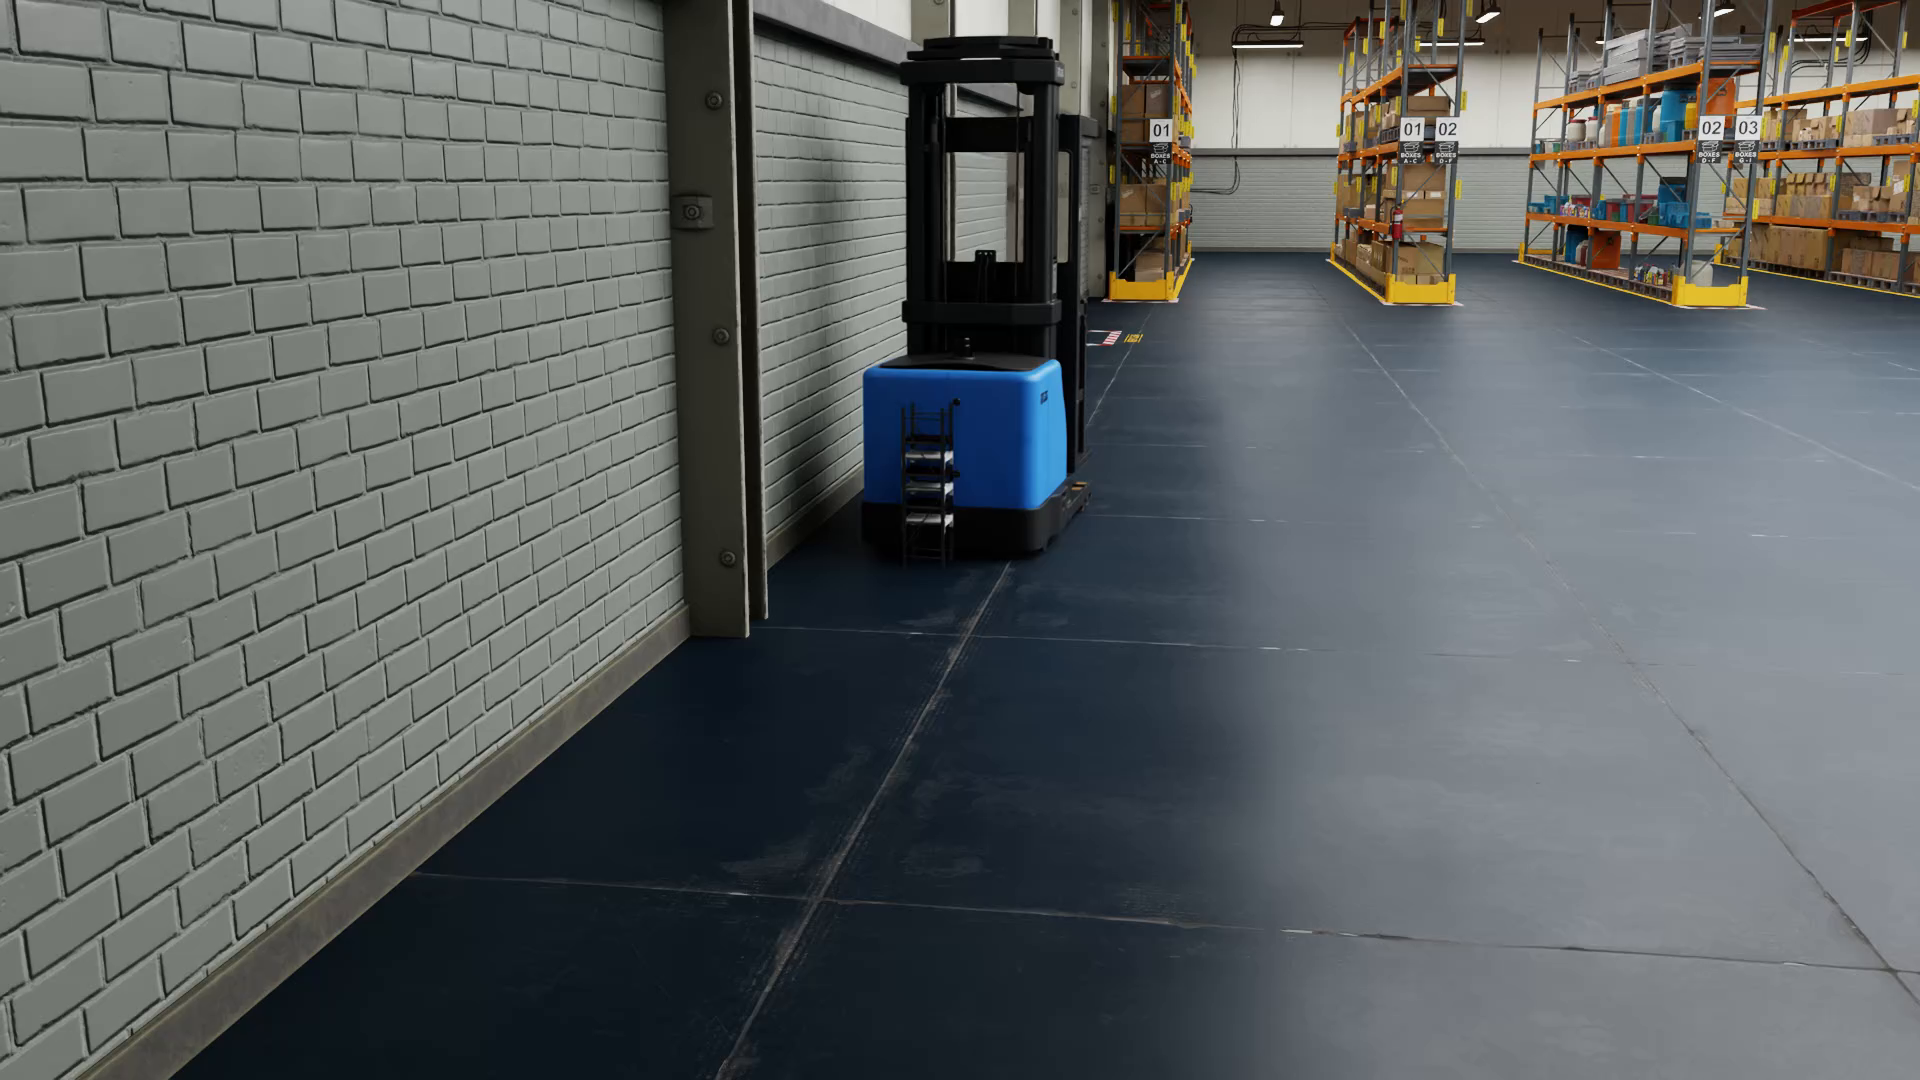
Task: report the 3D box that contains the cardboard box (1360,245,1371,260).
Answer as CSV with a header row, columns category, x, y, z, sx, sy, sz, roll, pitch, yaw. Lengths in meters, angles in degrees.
category,x,y,z,sx,sy,sz,roll,pitch,yaw
cardboard box,8.909,-6.199,35.837,0.500,0.311,0.500,2,12,7

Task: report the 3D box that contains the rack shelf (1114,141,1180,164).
category,x,y,z,sx,sy,sz,roll,pitch,yaw
rack shelf,3.615,-7.404,31.819,1.077,0.370,4.000,2,12,9

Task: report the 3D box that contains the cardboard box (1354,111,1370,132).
category,x,y,z,sx,sy,sz,roll,pitch,yaw
cardboard box,10.085,-10.318,41.021,0.700,0.500,0.500,2,12,9

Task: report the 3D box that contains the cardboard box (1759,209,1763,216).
category,x,y,z,sx,sy,sz,roll,pitch,yaw
cardboard box,19.638,-7.948,40.351,0.380,0.149,0.250,2,12,8

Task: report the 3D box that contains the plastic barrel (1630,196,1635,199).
category,x,y,z,sx,sy,sz,roll,pitch,yaw
plastic barrel,14.379,-7.051,35.327,0.421,0.512,0.421,0,12,0

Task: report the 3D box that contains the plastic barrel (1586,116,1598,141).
category,x,y,z,sx,sy,sz,roll,pitch,yaw
plastic barrel,14.450,-9.330,37.726,0.433,0.535,0.433,0,12,0

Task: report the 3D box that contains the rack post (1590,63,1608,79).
category,x,y,z,sx,sy,sz,roll,pitch,yaw
rack post,14.397,-10.266,36.447,0.954,0.300,0.937,2,12,9

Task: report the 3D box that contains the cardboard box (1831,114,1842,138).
category,x,y,z,sx,sy,sz,roll,pitch,yaw
cardboard box,19.243,-8.909,35.849,0.797,0.503,0.637,3,12,12

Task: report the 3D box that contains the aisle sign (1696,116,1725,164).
category,x,y,z,sx,sy,sz,roll,pitch,yaw
aisle sign,12.792,-6.818,28.339,0.394,0.787,0.004,2,12,9

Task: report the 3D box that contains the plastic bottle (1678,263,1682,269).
category,x,y,z,sx,sy,sz,roll,pitch,yaw
plastic bottle,13.897,-5.162,32.069,0.144,0.351,0.185,2,12,7

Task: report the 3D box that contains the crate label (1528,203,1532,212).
category,x,y,z,sx,sy,sz,roll,pitch,yaw
crate label,15.194,-8.790,43.915,0.416,0.233,0.303,2,12,9

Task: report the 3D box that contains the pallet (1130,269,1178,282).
category,x,y,z,sx,sy,sz,roll,pitch,yaw
pallet,4.226,-5.760,36.219,1.003,0.211,1.213,2,12,9

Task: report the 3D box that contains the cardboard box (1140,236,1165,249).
category,x,y,z,sx,sy,sz,roll,pitch,yaw
cardboard box,4.083,-6.311,35.268,0.500,0.250,0.500,2,12,7

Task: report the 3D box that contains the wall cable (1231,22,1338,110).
category,x,y,z,sx,sy,sz,roll,pitch,yaw
wall cable,9.664,-14.166,49.748,3.097,2.526,0.112,2,12,9

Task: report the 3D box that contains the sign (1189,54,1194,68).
category,x,y,z,sx,sy,sz,roll,pitch,yaw
sign,5.690,-11.784,40.909,0.100,0.325,0.005,2,12,9

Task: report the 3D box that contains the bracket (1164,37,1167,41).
category,x,y,z,sx,sy,sz,roll,pitch,yaw
bracket,6.107,-15.055,49.945,0.235,0.232,0.430,2,12,9

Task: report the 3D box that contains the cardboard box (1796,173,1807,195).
category,x,y,z,sx,sy,sz,roll,pitch,yaw
cardboard box,19.629,-8.153,38.088,0.797,0.503,0.637,2,12,9

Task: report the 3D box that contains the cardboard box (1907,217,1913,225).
category,x,y,z,sx,sy,sz,roll,pitch,yaw
cardboard box,18.275,-6.067,31.621,0.380,0.149,0.250,2,12,9

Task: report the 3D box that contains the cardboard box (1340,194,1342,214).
category,x,y,z,sx,sy,sz,roll,pitch,yaw
cardboard box,10.102,-8.693,42.975,0.500,0.500,0.500,2,12,9

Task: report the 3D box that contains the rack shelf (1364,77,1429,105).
category,x,y,z,sx,sy,sz,roll,pitch,yaw
rack shelf,9.125,-9.348,34.667,1.077,0.370,4.000,2,12,9

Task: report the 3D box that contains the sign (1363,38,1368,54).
category,x,y,z,sx,sy,sz,roll,pitch,yaw
sign,8.895,-10.823,36.447,0.100,0.325,0.005,2,12,9

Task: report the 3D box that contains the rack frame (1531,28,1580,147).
category,x,y,z,sx,sy,sz,roll,pitch,yaw
rack frame,15.557,-11.816,43.460,1.000,3.000,0.127,2,12,9

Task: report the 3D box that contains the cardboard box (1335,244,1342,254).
category,x,y,z,sx,sy,sz,roll,pitch,yaw
cardboard box,10.222,-7.707,44.119,0.500,0.250,0.500,2,12,9

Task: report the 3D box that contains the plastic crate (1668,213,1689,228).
category,x,y,z,sx,sy,sz,roll,pitch,yaw
plastic crate,12.983,-5.729,29.808,0.499,0.251,0.408,2,12,9

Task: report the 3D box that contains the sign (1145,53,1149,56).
category,x,y,z,sx,sy,sz,roll,pitch,yaw
sign,4.608,-11.861,41.078,0.100,0.325,0.005,2,12,9

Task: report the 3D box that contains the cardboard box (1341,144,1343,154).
category,x,y,z,sx,sy,sz,roll,pitch,yaw
cardboard box,10.168,-10.131,43.118,0.500,0.250,0.500,2,12,9

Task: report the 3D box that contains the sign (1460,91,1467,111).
category,x,y,z,sx,sy,sz,roll,pitch,yaw
sign,8.750,-7.627,28.880,0.100,0.325,0.005,2,12,9

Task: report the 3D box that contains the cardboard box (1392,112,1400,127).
category,x,y,z,sx,sy,sz,roll,pitch,yaw
cardboard box,8.119,-7.629,30.179,0.500,0.250,0.500,2,12,9

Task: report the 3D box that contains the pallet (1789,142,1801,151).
category,x,y,z,sx,sy,sz,roll,pitch,yaw
pallet,19.743,-9.070,38.295,0.805,0.209,1.217,1,12,6

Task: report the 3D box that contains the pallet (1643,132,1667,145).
category,x,y,z,sx,sy,sz,roll,pitch,yaw
pallet,13.697,-7.606,31.494,1.213,0.211,1.003,2,12,9

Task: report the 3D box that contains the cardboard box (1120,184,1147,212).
category,x,y,z,sx,sy,sz,roll,pitch,yaw
cardboard box,3.169,-6.281,30.549,0.500,0.500,0.500,2,12,8

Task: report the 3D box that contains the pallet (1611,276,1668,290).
category,x,y,z,sx,sy,sz,roll,pitch,yaw
pallet,13.794,-5.187,33.559,1.003,0.211,1.213,2,12,9

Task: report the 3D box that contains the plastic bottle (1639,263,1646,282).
category,x,y,z,sx,sy,sz,roll,pitch,yaw
plastic bottle,13.177,-5.151,32.017,0.144,0.351,0.185,2,12,10

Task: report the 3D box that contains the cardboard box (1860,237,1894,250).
category,x,y,z,sx,sy,sz,roll,pitch,yaw
cardboard box,19.076,-6.166,34.593,0.500,0.250,0.500,3,13,15

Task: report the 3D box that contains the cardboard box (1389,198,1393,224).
category,x,y,z,sx,sy,sz,roll,pitch,yaw
cardboard box,8.600,-6.288,31.815,0.700,0.500,0.500,2,12,9

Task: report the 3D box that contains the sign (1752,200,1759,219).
category,x,y,z,sx,sy,sz,roll,pitch,yaw
sign,13.639,-5.669,28.522,0.100,0.325,0.005,2,12,9

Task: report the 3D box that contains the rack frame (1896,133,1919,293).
category,x,y,z,sx,sy,sz,roll,pitch,yaw
rack frame,18.605,-6.225,31.757,1.000,3.000,0.127,2,12,9

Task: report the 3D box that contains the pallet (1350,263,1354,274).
category,x,y,z,sx,sy,sz,roll,pitch,yaw
pallet,9.775,-6.423,39.298,1.003,0.211,1.213,2,12,9

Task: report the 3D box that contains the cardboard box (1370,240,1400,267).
category,x,y,z,sx,sy,sz,roll,pitch,yaw
cardboard box,8.437,-5.688,33.015,0.500,0.500,0.500,2,12,9

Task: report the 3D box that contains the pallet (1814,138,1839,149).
category,x,y,z,sx,sy,sz,roll,pitch,yaw
pallet,19.267,-8.567,35.954,1.213,0.211,1.003,2,12,11

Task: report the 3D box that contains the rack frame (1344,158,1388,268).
category,x,y,z,sx,sy,sz,roll,pitch,yaw
rack frame,10.048,-8.212,40.977,1.000,3.000,0.127,2,12,9

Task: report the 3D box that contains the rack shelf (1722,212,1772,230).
category,x,y,z,sx,sy,sz,roll,pitch,yaw
rack shelf,20.143,-7.955,41.492,1.077,0.370,4.000,2,12,9

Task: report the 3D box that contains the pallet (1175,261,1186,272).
category,x,y,z,sx,sy,sz,roll,pitch,yaw
pallet,4.923,-6.591,40.073,1.003,0.211,1.213,2,12,9

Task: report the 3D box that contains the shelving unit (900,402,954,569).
category,x,y,z,sx,sy,sz,roll,pitch,yaw
shelving unit,-0.181,-0.305,9.272,0.258,0.900,0.210,3,12,13

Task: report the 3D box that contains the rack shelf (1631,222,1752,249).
category,x,y,z,sx,sy,sz,roll,pitch,yaw
rack shelf,13.404,-5.617,30.645,1.077,0.370,4.000,2,12,9

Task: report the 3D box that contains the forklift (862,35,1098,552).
category,x,y,z,sx,sy,sz,roll,pitch,yaw
forklift,0.260,-1.628,10.590,1.130,2.935,3.031,3,12,13

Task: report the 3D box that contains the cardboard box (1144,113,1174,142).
category,x,y,z,sx,sy,sz,roll,pitch,yaw
cardboard box,3.605,-7.460,30.084,0.500,0.500,0.500,2,12,10

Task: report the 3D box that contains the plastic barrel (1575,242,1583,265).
category,x,y,z,sx,sy,sz,roll,pitch,yaw
plastic barrel,14.557,-6.665,38.708,0.421,0.512,0.421,0,12,0

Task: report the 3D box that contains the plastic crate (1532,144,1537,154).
category,x,y,z,sx,sy,sz,roll,pitch,yaw
plastic crate,15.222,-10.214,43.460,0.497,0.269,0.590,2,12,9

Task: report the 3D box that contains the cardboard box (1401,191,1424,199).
category,x,y,z,sx,sy,sz,roll,pitch,yaw
cardboard box,8.073,-6.165,29.705,0.380,0.149,0.250,2,12,8

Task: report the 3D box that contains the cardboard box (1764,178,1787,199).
category,x,y,z,sx,sy,sz,roll,pitch,yaw
cardboard box,19.642,-8.433,39.874,0.500,0.500,0.500,2,12,10
